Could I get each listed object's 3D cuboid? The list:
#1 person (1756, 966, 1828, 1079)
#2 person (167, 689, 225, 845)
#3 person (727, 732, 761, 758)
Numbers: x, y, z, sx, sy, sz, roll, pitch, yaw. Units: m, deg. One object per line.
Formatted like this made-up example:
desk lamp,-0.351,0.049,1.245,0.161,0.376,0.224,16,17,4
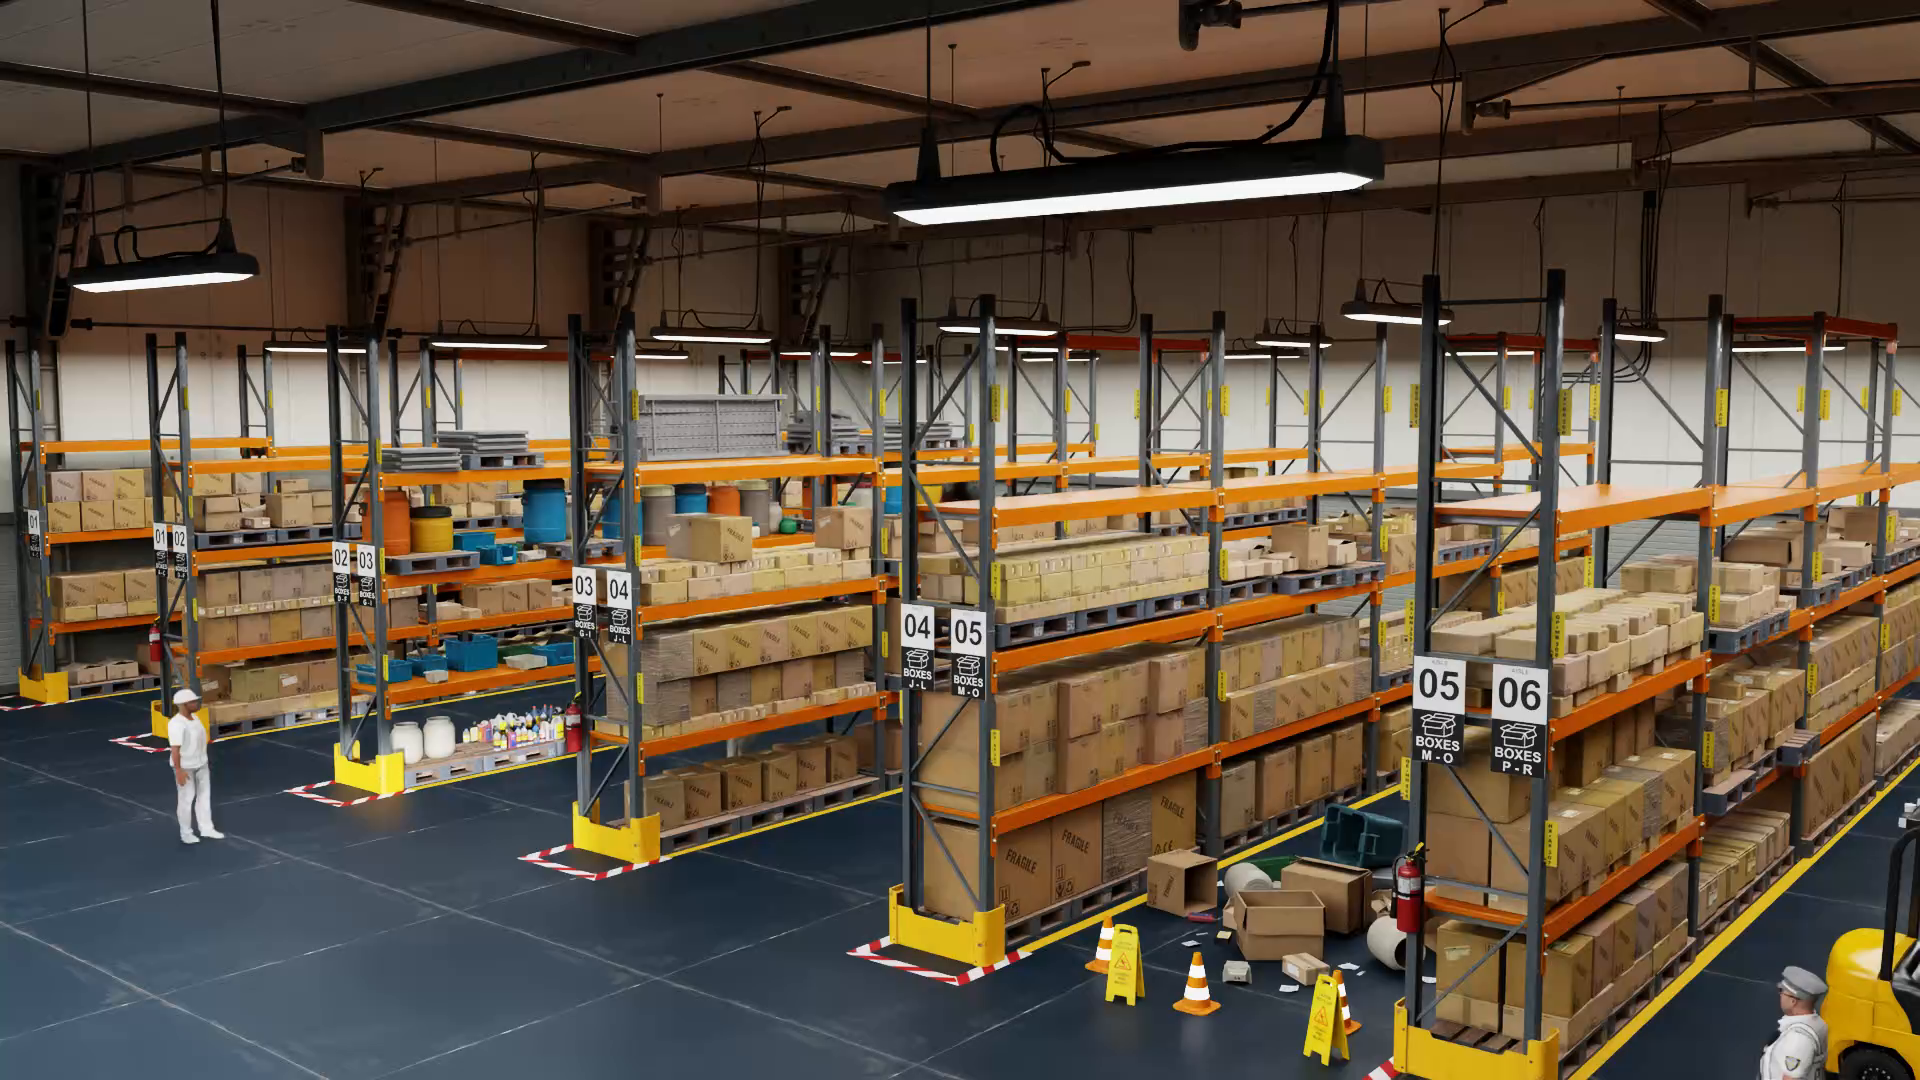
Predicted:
person,4.965,3.404,9.865,0.944,1.741,0.506,2,5,19
person,-8.784,2.582,19.036,0.457,1.771,0.644,2,5,17
person,-2.910,2.223,22.055,0.717,1.674,0.619,-2,6,-26
